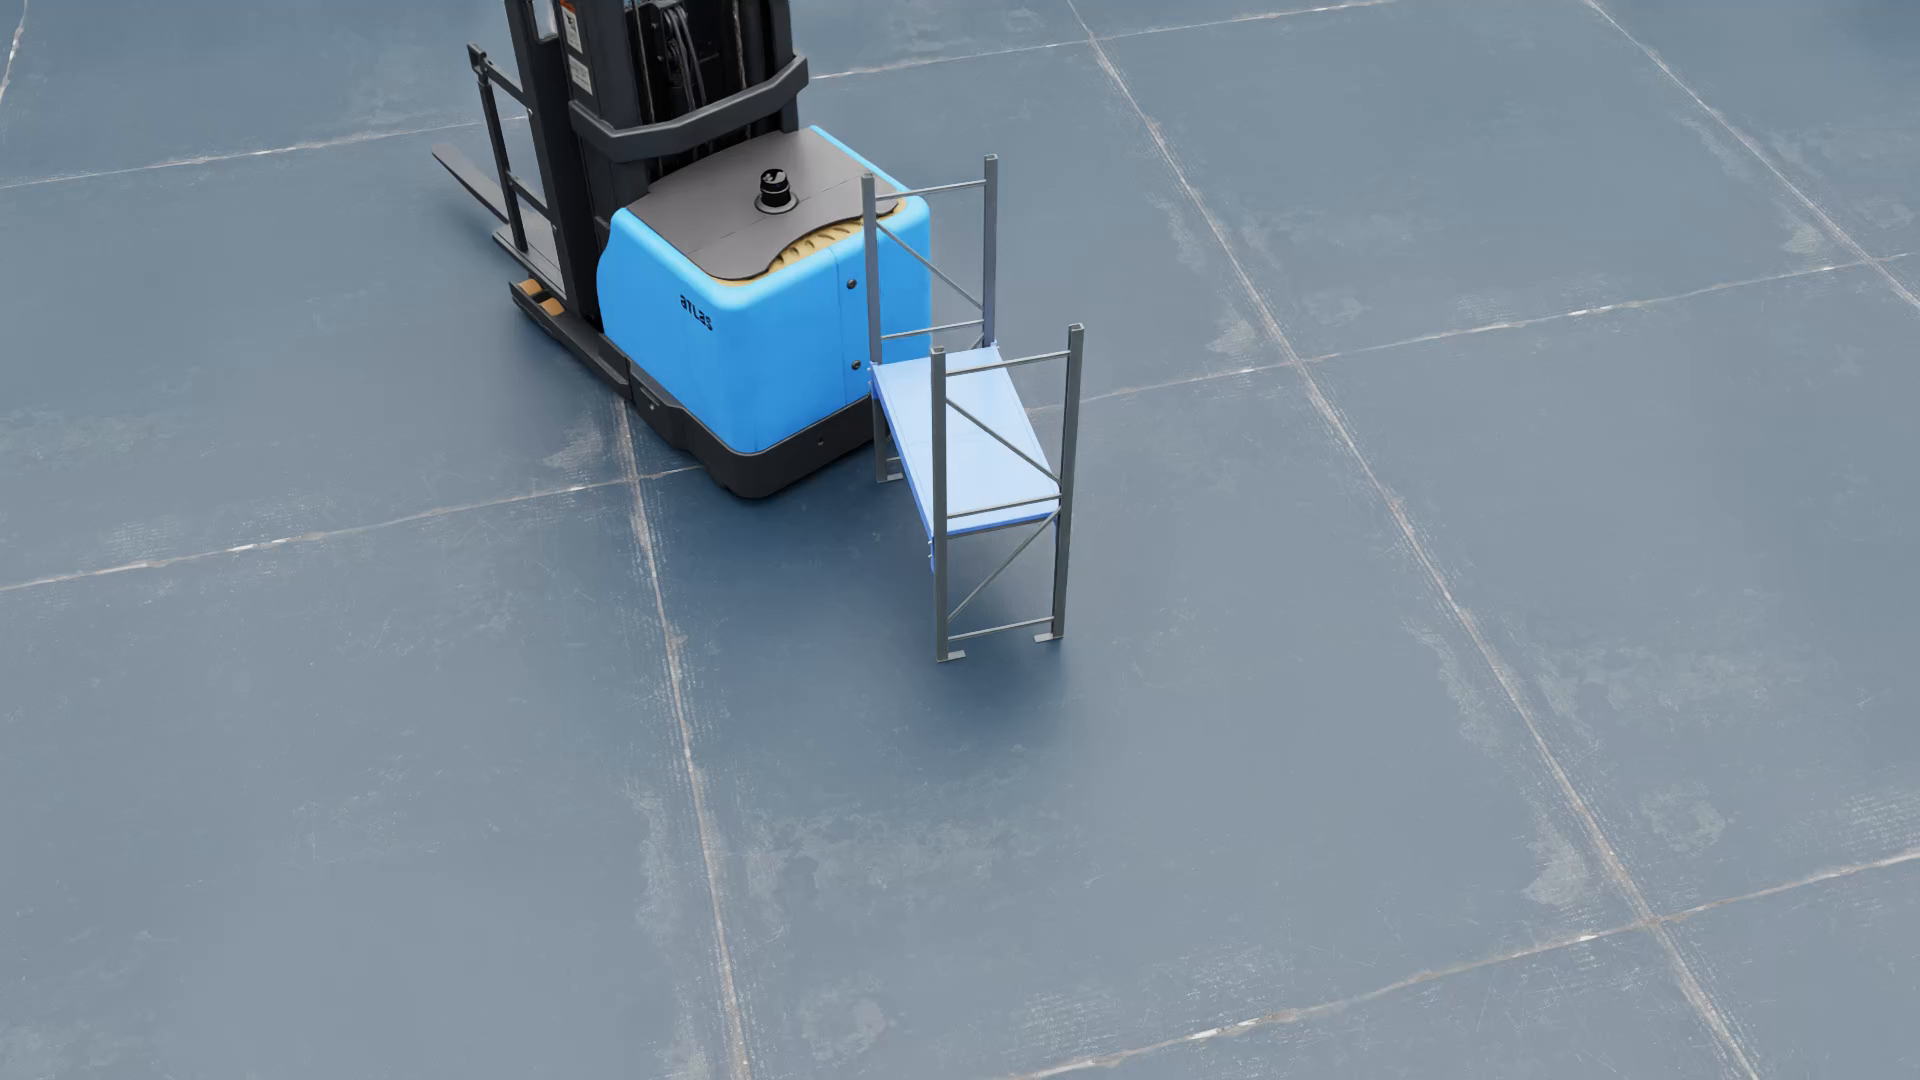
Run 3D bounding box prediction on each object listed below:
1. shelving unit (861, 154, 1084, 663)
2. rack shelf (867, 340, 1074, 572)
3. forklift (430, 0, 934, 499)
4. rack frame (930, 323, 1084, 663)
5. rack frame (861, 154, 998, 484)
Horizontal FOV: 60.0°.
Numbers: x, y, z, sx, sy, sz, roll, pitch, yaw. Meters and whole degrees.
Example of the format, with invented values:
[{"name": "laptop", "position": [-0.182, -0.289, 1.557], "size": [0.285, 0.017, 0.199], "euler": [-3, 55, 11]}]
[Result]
[{"name": "shelving unit", "position": [0.022, -0.466, 6.157], "size": [0.538, 1.500, 1.048], "euler": [-11, 47, -10]}, {"name": "rack shelf", "position": [0.022, -0.340, 6.285], "size": [0.538, 0.185, 1.000], "euler": [-11, 47, -10]}, {"name": "forklift", "position": [-1.438, -2.181, 6.835], "size": [1.130, 2.935, 3.031], "euler": [-31, 53, -27]}, {"name": "rack frame", "position": [0.152, -0.115, 5.813], "size": [0.500, 1.500, 0.032], "euler": [-11, 47, -10]}, {"name": "rack frame", "position": [-0.108, -0.817, 6.501], "size": [0.500, 1.500, 0.032], "euler": [-11, 47, -10]}]
